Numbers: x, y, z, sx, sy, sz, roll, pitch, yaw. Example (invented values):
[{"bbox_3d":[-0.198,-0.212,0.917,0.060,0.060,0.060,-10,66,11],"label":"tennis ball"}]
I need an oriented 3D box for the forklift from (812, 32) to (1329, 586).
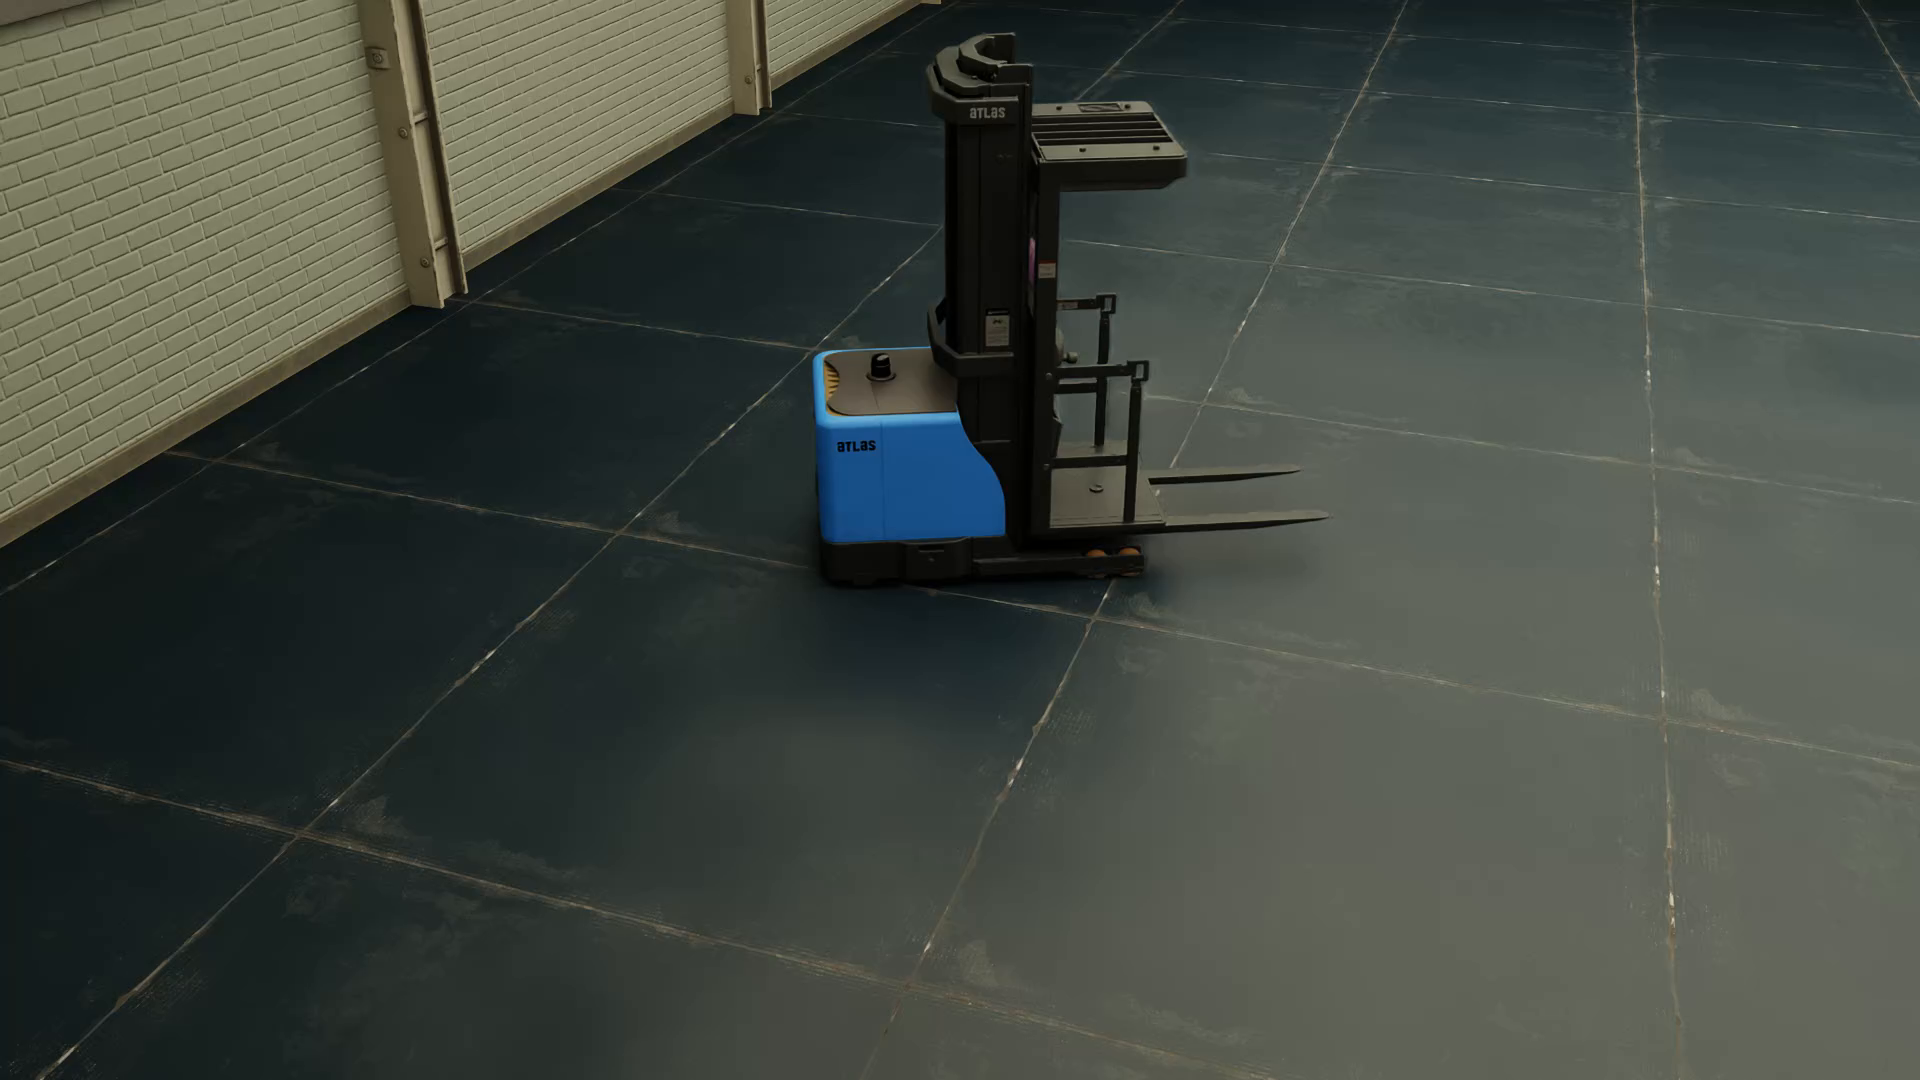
[{"bbox_3d":[0.658,-1.306,9.427,3.031,2.935,1.130,-3,30,-5],"label":"forklift"}]

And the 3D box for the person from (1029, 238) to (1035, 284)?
[{"bbox_3d":[0.394,-1.533,11.452,0.539,1.371,0.811,-8,31,-14],"label":"person"}]
